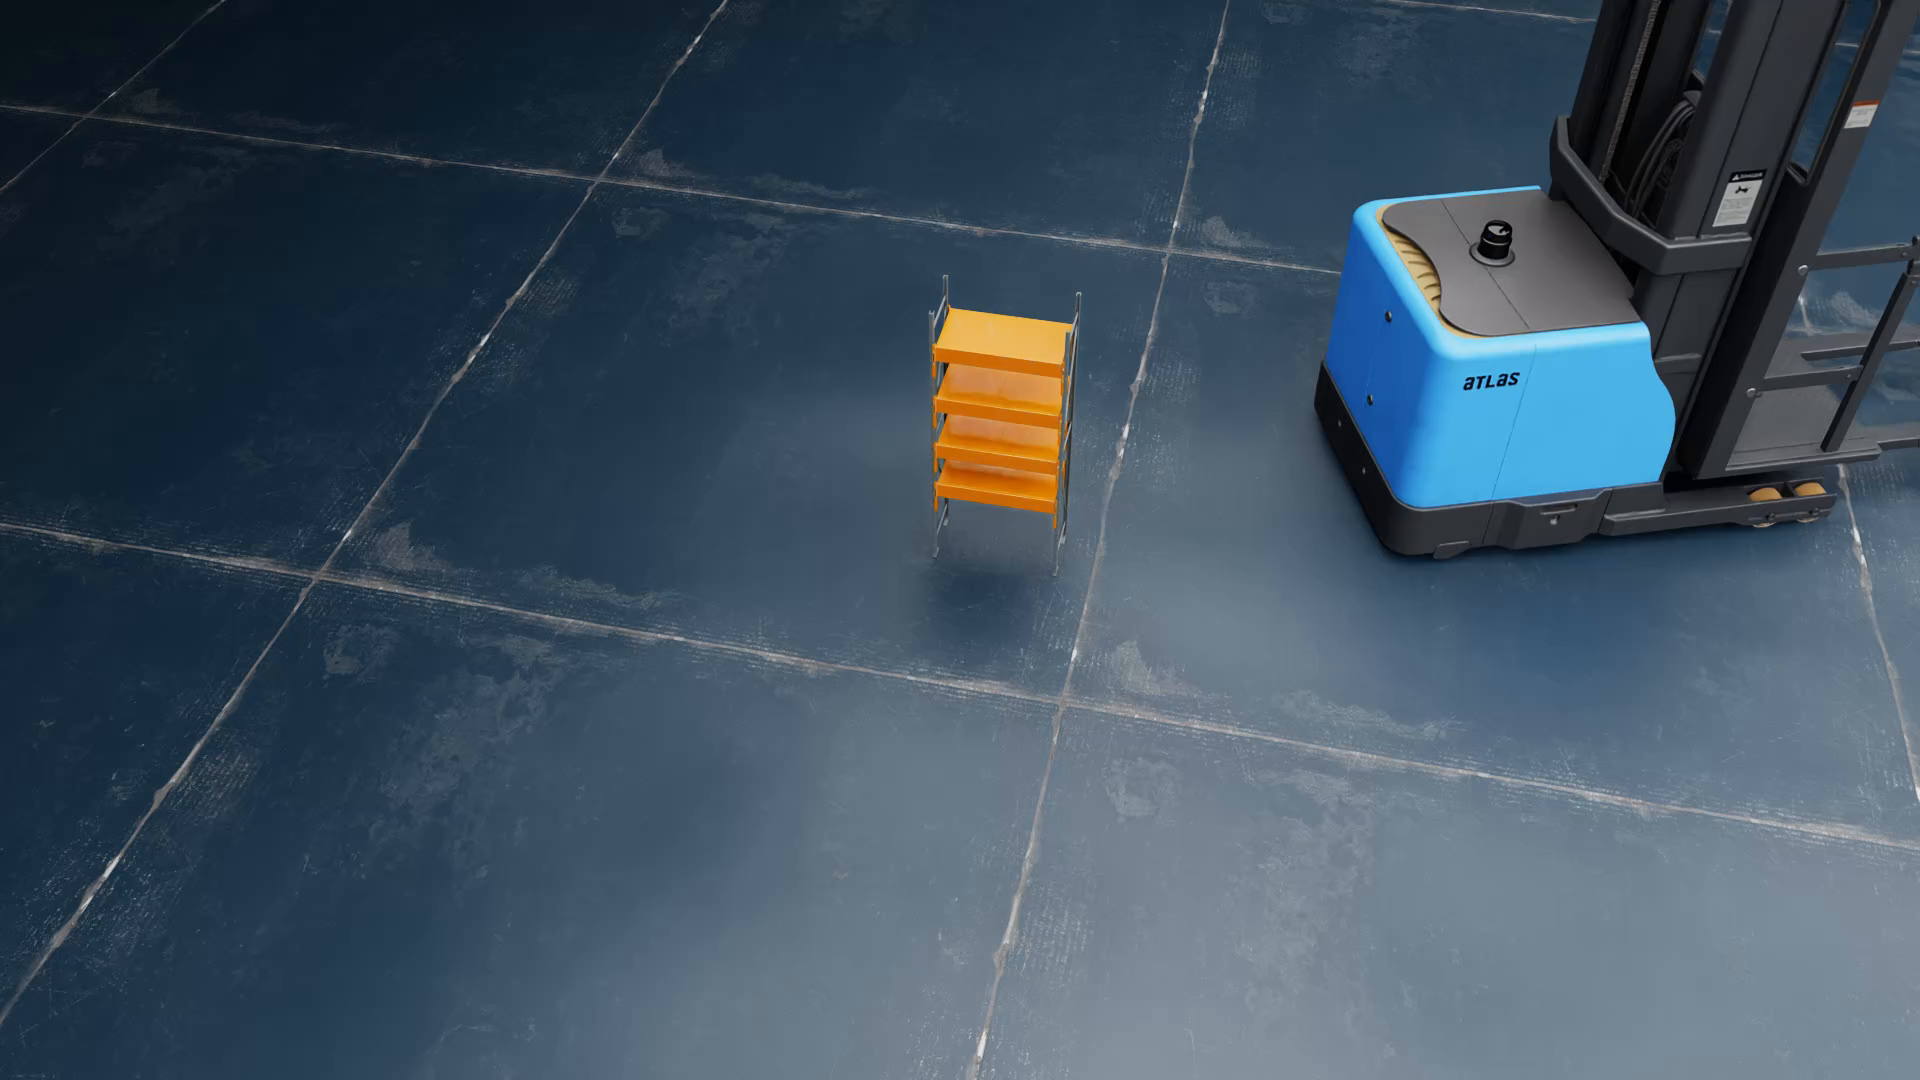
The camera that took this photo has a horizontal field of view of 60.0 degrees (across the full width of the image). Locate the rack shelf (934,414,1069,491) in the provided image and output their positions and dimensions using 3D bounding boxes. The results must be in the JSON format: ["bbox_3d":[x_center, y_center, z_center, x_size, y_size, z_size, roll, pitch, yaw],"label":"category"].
[{"bbox_3d":[0.162,-0.359,6.355,0.480,0.148,0.258,9,45,9],"label":"rack shelf"}]

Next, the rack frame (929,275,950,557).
[{"bbox_3d":[-0.077,-0.444,6.346,0.015,1.200,0.240,9,45,9],"label":"rack frame"}]

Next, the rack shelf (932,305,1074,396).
[{"bbox_3d":[0.162,-0.690,6.035,0.480,0.148,0.258,9,45,9],"label":"rack shelf"}]

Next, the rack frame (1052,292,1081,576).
[{"bbox_3d":[0.400,-0.370,6.269,0.015,1.200,0.240,9,45,9],"label":"rack frame"}]

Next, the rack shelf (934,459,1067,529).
[{"bbox_3d":[0.162,-0.216,6.492,0.480,0.148,0.258,9,45,9],"label":"rack shelf"}]

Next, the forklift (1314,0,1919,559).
[{"bbox_3d":[3.109,-1.464,6.157,3.031,2.935,1.130,-7,44,-7],"label":"forklift"}]

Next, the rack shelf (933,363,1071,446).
[{"bbox_3d":[0.162,-0.520,6.199,0.480,0.148,0.258,9,45,9],"label":"rack shelf"}]

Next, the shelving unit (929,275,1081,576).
[{"bbox_3d":[0.162,-0.407,6.308,0.503,1.200,0.258,9,45,9],"label":"shelving unit"}]
